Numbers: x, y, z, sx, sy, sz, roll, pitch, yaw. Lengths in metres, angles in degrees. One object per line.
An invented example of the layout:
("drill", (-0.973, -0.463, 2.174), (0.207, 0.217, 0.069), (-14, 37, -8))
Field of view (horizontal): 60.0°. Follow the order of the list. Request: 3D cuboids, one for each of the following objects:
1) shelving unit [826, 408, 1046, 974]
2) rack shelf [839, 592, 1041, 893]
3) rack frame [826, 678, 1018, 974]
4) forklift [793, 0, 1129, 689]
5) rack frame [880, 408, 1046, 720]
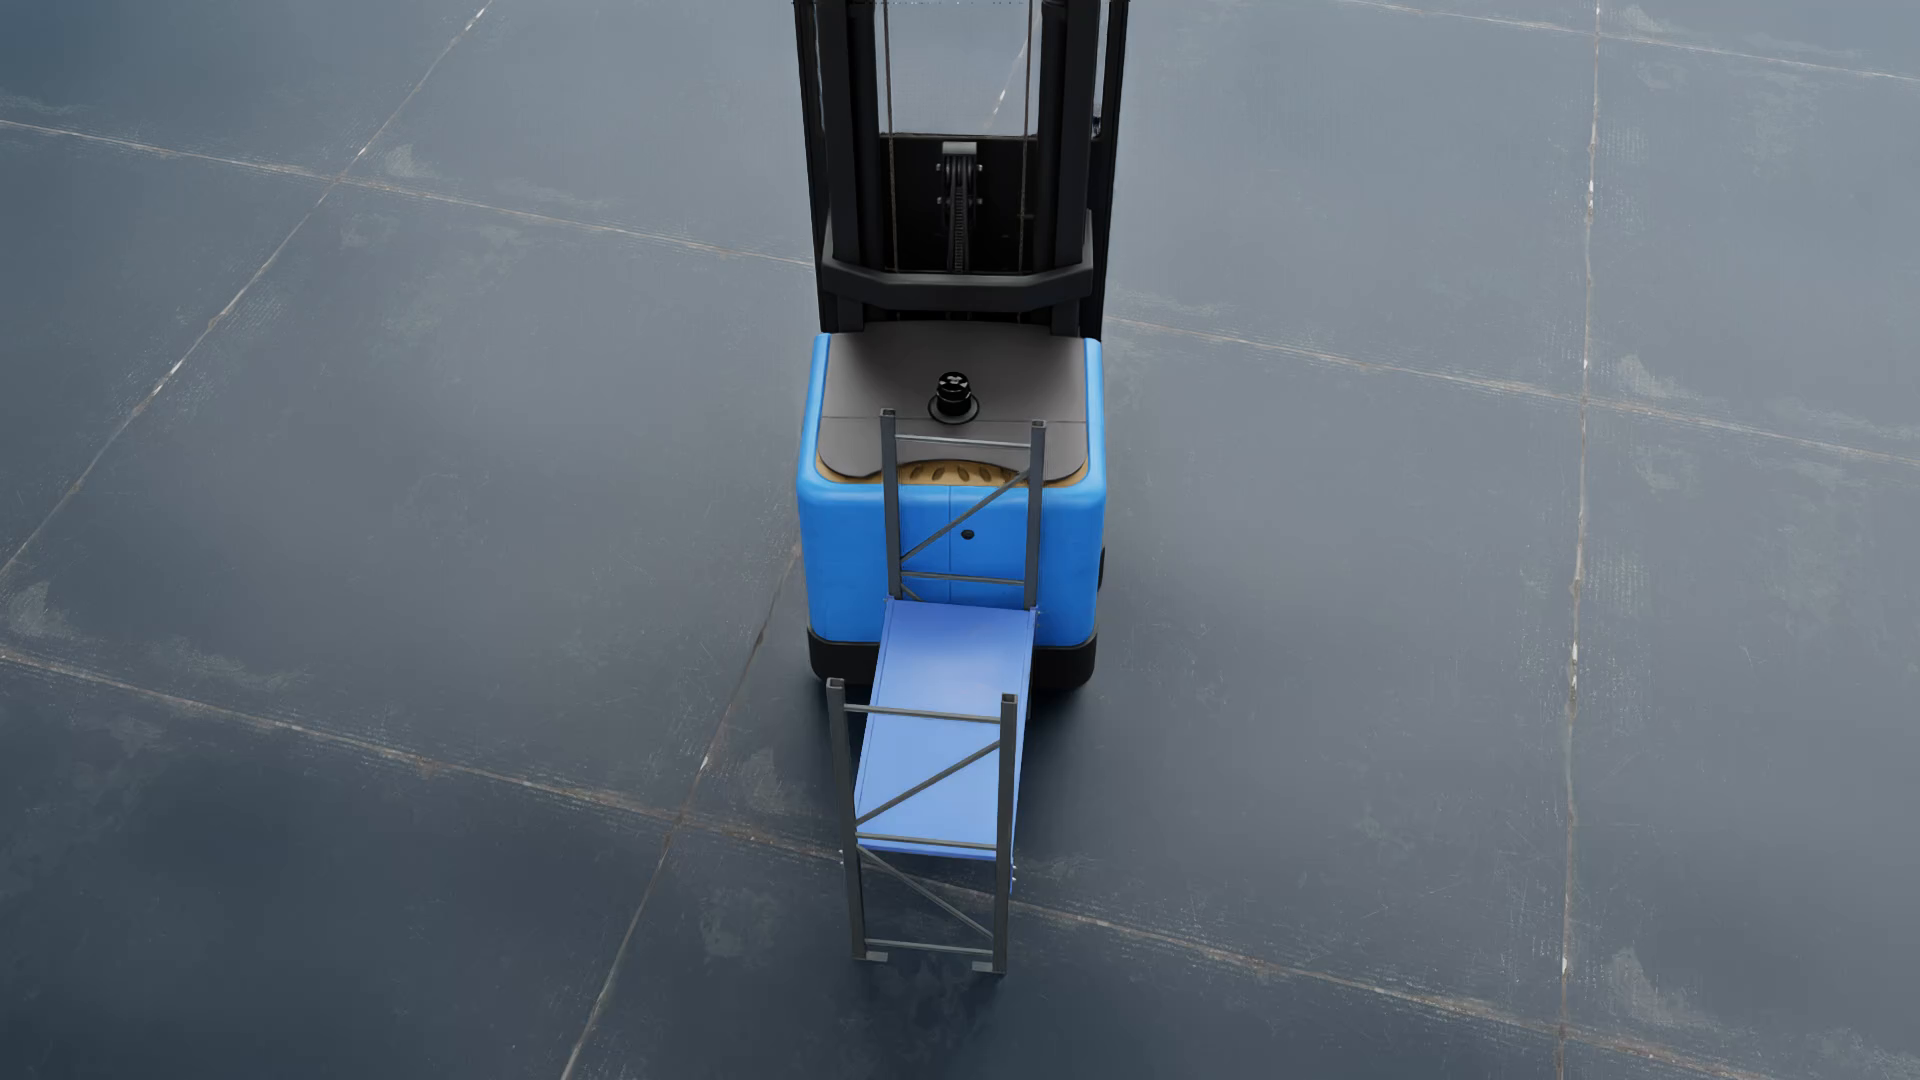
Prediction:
("shelving unit", (-0.045, 0.509, 5.219), (0.538, 1.500, 1.048), (5, 49, 4))
("rack shelf", (-0.045, 0.628, 5.354), (0.538, 0.185, 1.000), (5, 49, 4))
("rack frame", (-0.099, 0.888, 4.885), (0.500, 1.500, 0.032), (5, 49, 4))
("forklift", (-7.803, 2.777, 2.263), (16.424, 2.935, 14.935), (1, 49, 1))
("rack frame", (0.009, 0.130, 5.554), (0.500, 1.500, 0.032), (5, 49, 4))
